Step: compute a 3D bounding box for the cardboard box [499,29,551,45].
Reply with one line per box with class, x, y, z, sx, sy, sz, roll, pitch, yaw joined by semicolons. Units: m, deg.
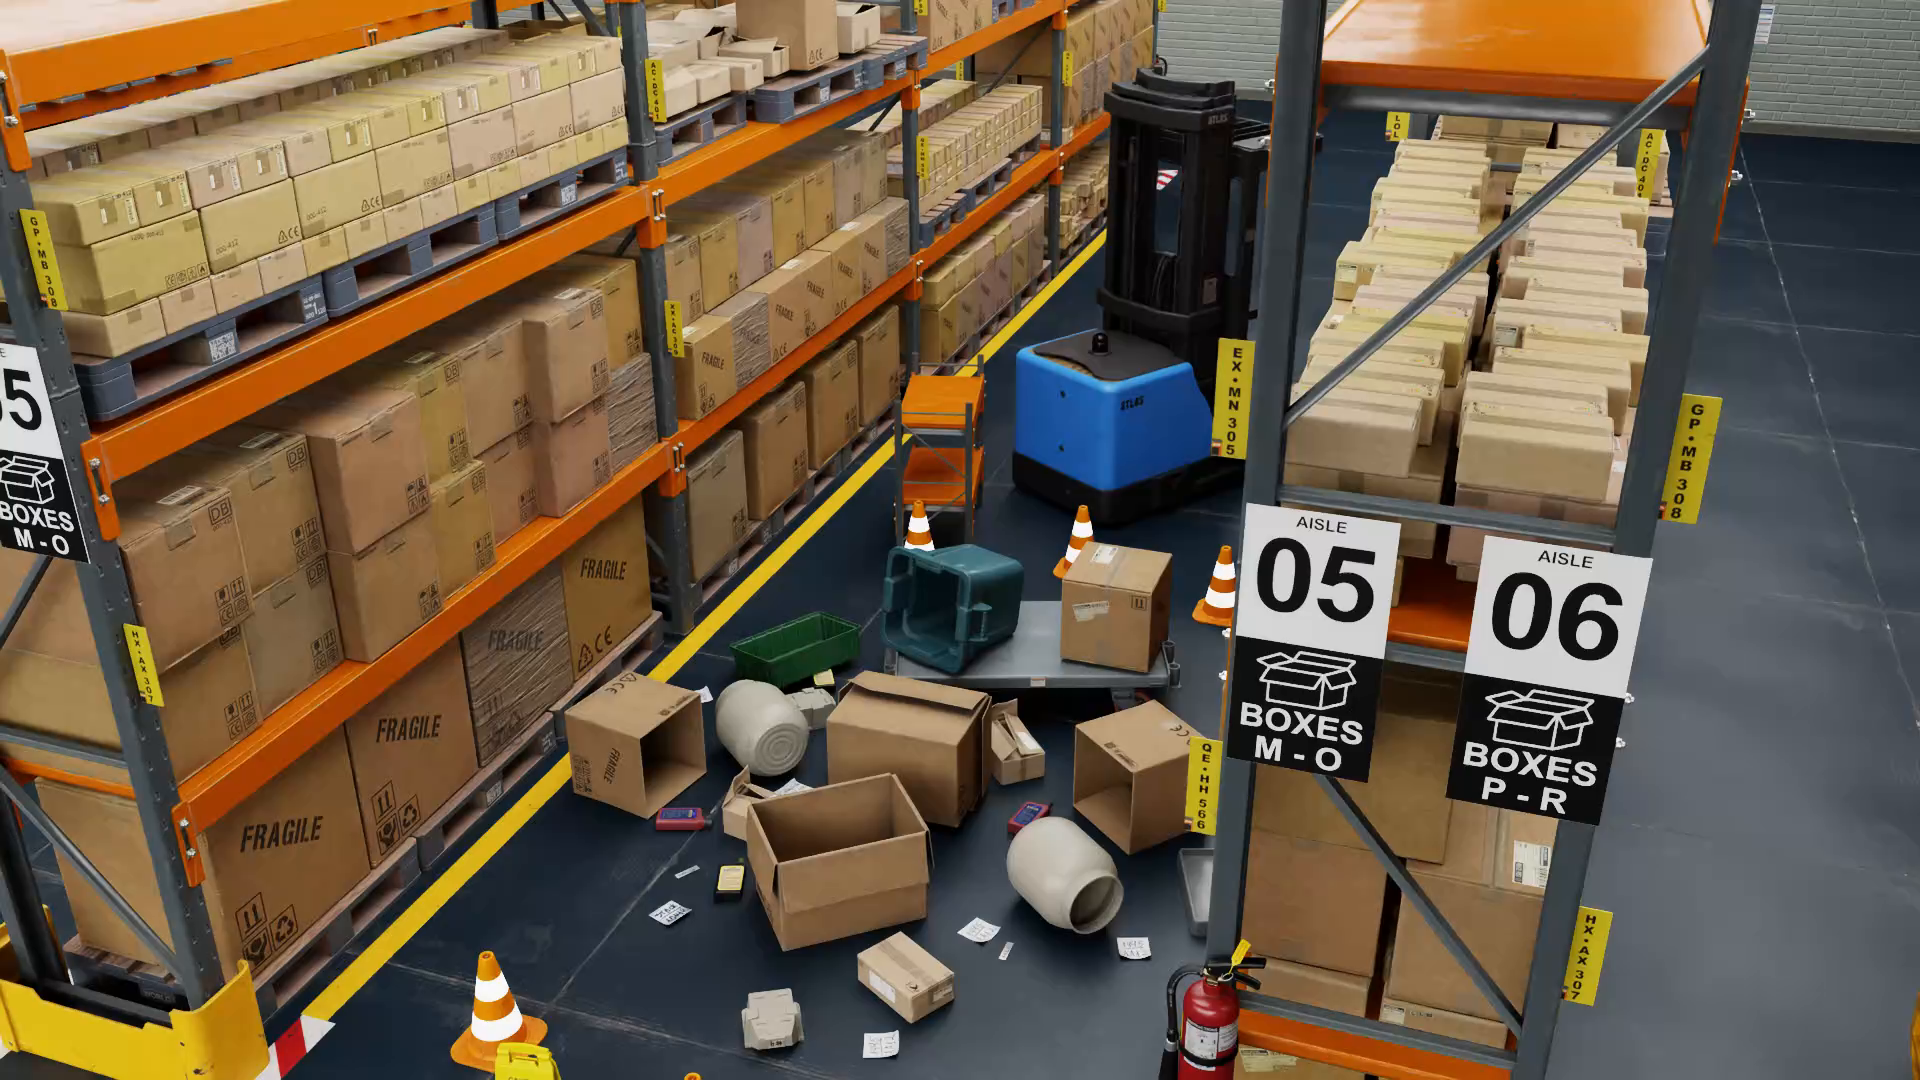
cardboard box;-4.566;-4.849;16.780;0.797;0.503;0.637;9;27;18

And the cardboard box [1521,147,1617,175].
cardboard box;2.661;-1.606;7.279;0.380;0.149;0.250;9;27;19

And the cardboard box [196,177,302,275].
cardboard box;-2.901;-1.225;6.353;0.500;0.250;0.500;8;27;17

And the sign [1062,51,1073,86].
sign;1.046;-4.578;16.158;0.100;0.325;0.005;9;27;17

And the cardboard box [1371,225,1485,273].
cardboard box;1.709;-1.035;6.100;0.380;0.149;0.250;9;27;18

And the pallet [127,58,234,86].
pallet;-6.136;-3.539;12.115;1.213;0.211;1.003;9;27;17

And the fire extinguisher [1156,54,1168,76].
fire extinguisher;2.372;-5.613;20.142;0.296;0.674;0.183;9;27;17

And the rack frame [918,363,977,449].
rack frame;-0.084;-0.780;11.792;0.475;0.981;0.013;2;24;4

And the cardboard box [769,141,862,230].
cardboard box;-1.135;-2.596;12.131;0.700;0.500;0.500;8;27;17

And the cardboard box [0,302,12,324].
cardboard box;-3.681;-0.861;6.059;0.380;0.149;0.250;9;27;17

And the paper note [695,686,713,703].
paper note;-1.510;0.896;9.588;0.147;0.020;0.142;-9;27;-18

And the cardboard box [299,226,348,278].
cardboard box;-2.720;-1.185;6.728;0.380;0.149;0.250;9;27;18

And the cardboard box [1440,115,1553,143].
cardboard box;2.634;-2.125;8.095;0.500;0.250;0.500;9;27;19

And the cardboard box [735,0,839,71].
cardboard box;-1.124;-3.366;10.830;0.500;0.500;0.500;9;27;17

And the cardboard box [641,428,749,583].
cardboard box;-2.019;-0.293;10.736;1.050;0.750;0.750;9;27;17

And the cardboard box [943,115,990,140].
cardboard box;0.049;-3.640;14.672;0.380;0.149;0.250;8;27;17

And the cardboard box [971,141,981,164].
cardboard box;-0.032;-3.401;14.520;0.380;0.149;0.250;8;27;17

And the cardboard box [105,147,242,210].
cardboard box;-2.891;-1.333;6.120;0.380;0.149;0.250;8;27;17

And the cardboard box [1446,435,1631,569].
cardboard box;1.648;-0.112;4.652;0.500;0.250;0.500;8;27;17

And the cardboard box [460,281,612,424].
cardboard box;-2.369;-1.012;8.711;0.875;0.550;0.550;9;27;17

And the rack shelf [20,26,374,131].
rack shelf;-6.119;-3.457;12.555;1.077;0.370;4.000;9;27;17

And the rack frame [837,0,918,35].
rack frame;-0.810;-5.192;11.871;1.000;3.000;0.127;9;27;17

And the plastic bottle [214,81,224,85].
plastic bottle;-8.619;-5.350;19.224;0.152;0.276;0.135;9;27;17

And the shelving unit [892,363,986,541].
shelving unit;-0.128;-0.574;11.330;0.538;0.981;1.030;2;24;4

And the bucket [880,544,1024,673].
bucket;-0.012;0.331;9.359;0.726;0.611;0.620;20;22;35

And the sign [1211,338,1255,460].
sign;0.713;-0.365;4.328;0.100;0.325;0.005;9;27;17

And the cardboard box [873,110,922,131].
cardboard box;-0.559;-3.741;14.882;0.380;0.149;0.250;10;27;19

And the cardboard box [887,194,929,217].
cardboard box;-0.470;-2.722;13.461;0.380;0.149;0.250;8;27;17

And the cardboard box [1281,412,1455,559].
cardboard box;1.146;-0.194;4.820;0.500;0.250;0.500;8;27;17

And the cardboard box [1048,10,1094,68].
cardboard box;1.060;-5.130;17.023;0.500;0.500;0.500;8;27;16

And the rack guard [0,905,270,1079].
rack guard;-3.480;1.931;6.912;1.175;0.500;0.348;9;27;17

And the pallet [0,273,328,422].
pallet;-3.235;-0.821;6.386;1.003;0.211;1.213;9;27;17

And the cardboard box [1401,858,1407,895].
cardboard box;1.818;0.925;5.664;0.500;0.500;0.500;10;27;19

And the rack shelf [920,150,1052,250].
rack shelf;-0.144;-3.110;14.974;0.919;0.052;3.809;9;27;17

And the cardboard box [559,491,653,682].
cardboard box;-2.416;0.168;9.642;0.875;0.875;0.875;9;27;18

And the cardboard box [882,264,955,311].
cardboard box;-0.352;-2.142;13.981;0.500;0.250;0.500;8;27;15

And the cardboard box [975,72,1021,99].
cardboard box;0.416;-4.554;16.982;0.500;0.500;0.500;9;27;18

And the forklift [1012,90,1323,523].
forklift;1.850;-1.905;12.147;3.031;2.843;1.129;-19;32;-34

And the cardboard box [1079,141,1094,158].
cardboard box;1.380;-4.656;19.755;0.380;0.149;0.250;9;27;18

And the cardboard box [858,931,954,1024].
cardboard box;-0.239;1.924;7.329;0.250;0.149;0.380;-20;33;-36

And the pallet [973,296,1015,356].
pallet;-0.140;-2.057;15.481;1.003;0.211;1.213;9;27;17

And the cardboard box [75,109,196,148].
cardboard box;-3.341;-1.639;6.750;0.380;0.149;0.250;9;27;18

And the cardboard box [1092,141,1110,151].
cardboard box;1.778;-4.604;19.647;0.380;0.149;0.250;9;27;18

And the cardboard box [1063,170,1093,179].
cardboard box;1.257;-3.964;18.325;0.380;0.149;0.250;8;27;15

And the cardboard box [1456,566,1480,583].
cardboard box;1.649;0.025;4.826;0.380;0.149;0.250;8;27;16

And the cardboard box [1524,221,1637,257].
cardboard box;2.293;-1.063;6.158;0.380;0.149;0.250;9;27;18

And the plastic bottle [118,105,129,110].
plastic bottle;-9.064;-4.744;17.963;0.061;0.283;0.133;9;27;17

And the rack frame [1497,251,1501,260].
rack frame;2.561;-0.172;8.386;1.000;3.000;0.127;9;27;17

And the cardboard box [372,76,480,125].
cardboard box;-2.382;-1.963;7.420;0.380;0.149;0.250;8;27;17

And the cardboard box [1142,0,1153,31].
cardboard box;1.935;-6.184;19.201;0.500;0.500;0.500;8;27;16

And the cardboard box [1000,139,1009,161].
cardboard box;0.235;-3.593;15.258;0.380;0.149;0.250;8;27;15

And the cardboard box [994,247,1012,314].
cardboard box;0.167;-2.438;15.453;0.500;0.500;0.500;8;27;16
